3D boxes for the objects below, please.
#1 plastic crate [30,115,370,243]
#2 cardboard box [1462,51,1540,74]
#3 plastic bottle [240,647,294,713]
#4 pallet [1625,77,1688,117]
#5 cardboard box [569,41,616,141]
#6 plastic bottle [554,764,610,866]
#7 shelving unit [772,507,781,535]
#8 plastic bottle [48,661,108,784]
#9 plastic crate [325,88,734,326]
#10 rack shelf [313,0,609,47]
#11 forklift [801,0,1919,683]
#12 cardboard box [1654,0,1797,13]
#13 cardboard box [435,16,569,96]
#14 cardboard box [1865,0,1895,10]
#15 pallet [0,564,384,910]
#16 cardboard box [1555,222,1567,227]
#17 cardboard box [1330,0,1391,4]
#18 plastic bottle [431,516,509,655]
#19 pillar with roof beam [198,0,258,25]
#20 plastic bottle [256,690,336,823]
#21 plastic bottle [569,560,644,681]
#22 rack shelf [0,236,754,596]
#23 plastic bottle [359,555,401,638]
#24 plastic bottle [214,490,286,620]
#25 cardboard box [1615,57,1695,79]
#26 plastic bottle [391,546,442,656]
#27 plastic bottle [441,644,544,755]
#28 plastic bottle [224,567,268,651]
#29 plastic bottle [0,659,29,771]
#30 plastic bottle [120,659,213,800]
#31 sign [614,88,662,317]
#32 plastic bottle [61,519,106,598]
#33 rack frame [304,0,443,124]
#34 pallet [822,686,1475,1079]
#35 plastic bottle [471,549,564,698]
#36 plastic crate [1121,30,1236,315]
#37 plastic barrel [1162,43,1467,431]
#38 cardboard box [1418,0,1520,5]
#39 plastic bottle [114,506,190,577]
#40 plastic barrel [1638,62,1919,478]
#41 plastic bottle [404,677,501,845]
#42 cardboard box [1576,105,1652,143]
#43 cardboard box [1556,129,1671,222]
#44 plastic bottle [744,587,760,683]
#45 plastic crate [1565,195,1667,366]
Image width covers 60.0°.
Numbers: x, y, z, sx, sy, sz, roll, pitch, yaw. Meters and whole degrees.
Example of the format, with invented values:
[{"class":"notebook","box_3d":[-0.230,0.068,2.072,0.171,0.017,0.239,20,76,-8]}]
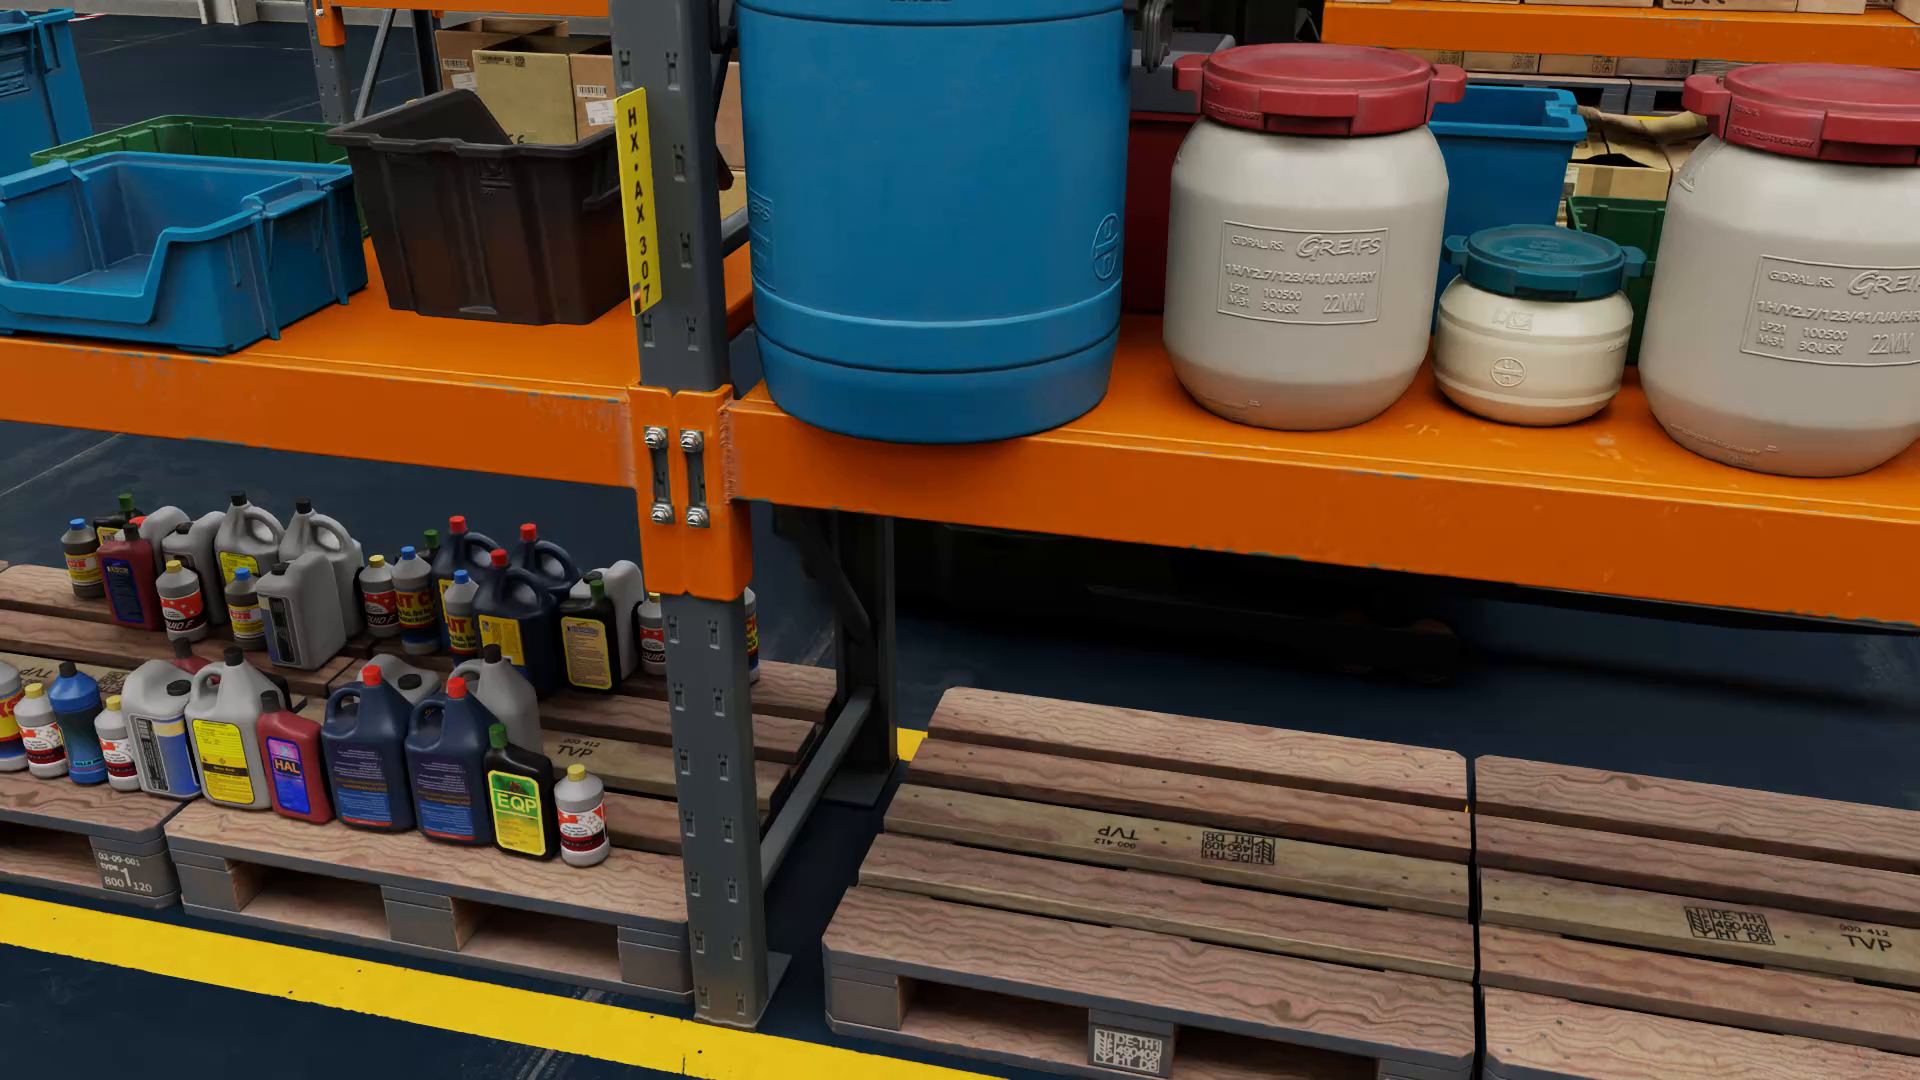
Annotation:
[{"class":"plastic crate","box_3d":[-1.580,-0.776,3.638,0.662,0.188,0.450,6,26,13]},{"class":"cardboard box","box_3d":[3.846,-3.626,11.772,0.500,0.500,0.700,7,26,14]},{"class":"plastic bottle","box_3d":[-1.529,0.369,3.633,0.133,0.283,0.061,6,26,13]},{"class":"pallet","box_3d":[5.249,-3.131,11.580,1.213,0.211,1.003,6,26,13]},{"class":"cardboard box","box_3d":[-1.536,-2.135,8.082,0.500,0.500,0.500,6,26,13]},{"class":"plastic bottle","box_3d":[-0.765,0.547,3.356,0.097,0.201,0.097,0,25,0]},{"class":"shelving unit","box_3d":[-0.462,-0.460,5.170,0.210,0.900,0.258,7,26,14]},{"class":"plastic bottle","box_3d":[-1.906,0.389,3.606,0.097,0.271,0.097,0,25,0]},{"class":"plastic crate","box_3d":[-0.811,-0.690,3.282,0.504,0.338,0.767,6,26,13]},{"class":"rack shelf","box_3d":[-1.035,-2.560,7.975,4.000,0.370,1.077,6,26,13]},{"class":"forklift","box_3d":[1.107,-1.195,4.349,3.031,2.935,1.130,7,26,14]},{"class":"cardboard box","box_3d":[3.146,-2.461,6.813,0.500,0.500,0.500,5,26,10]},{"class":"cardboard box","box_3d":[-2.379,-2.452,8.749,0.500,0.500,0.500,6,26,13]},{"class":"cardboard box","box_3d":[3.958,-2.379,6.861,0.500,0.311,0.500,6,26,12]},{"class":"pallet","box_3d":[-2.161,0.431,4.099,1.213,0.211,1.003,6,26,13]},{"class":"cardboard box","box_3d":[2.720,-1.308,7.219,0.500,0.250,0.500,7,26,14]},{"class":"cardboard box","box_3d":[1.709,-2.377,7.046,0.250,0.149,0.380,6,26,13]},{"class":"plastic bottle","box_3d":[-1.197,0.109,4.102,0.185,0.351,0.144,5,26,11]},{"class":"pillar with roof beam","box_3d":[-7.732,-7.006,9.497,0.400,9.000,9.100,6,26,13]},{"class":"plastic bottle","box_3d":[-1.385,0.449,3.465,0.133,0.283,0.061,8,27,16]},{"class":"plastic bottle","box_3d":[-0.855,0.182,4.035,0.135,0.276,0.152,7,26,15]},{"class":"rack shelf","box_3d":[-2.273,-0.498,3.644,4.000,0.370,1.077,6,26,13]},{"class":"plastic bottle","box_3d":[-1.465,0.136,4.218,0.097,0.201,0.097,0,25,0]},{"class":"plastic bottle","box_3d":[-1.789,0.043,4.239,0.185,0.351,0.144,7,26,15]},{"class":"cardboard box","box_3d":[4.825,-3.534,11.580,0.500,0.500,0.700,6,26,13]},{"class":"plastic bottle","box_3d":[-1.349,0.145,4.119,0.097,0.271,0.097,0,25,0]},{"class":"plastic bottle","box_3d":[-0.995,0.379,3.534,0.185,0.351,0.144,6,26,13]},{"class":"plastic bottle","box_3d":[-1.776,0.166,4.156,0.097,0.201,0.097,0,25,0]},{"class":"plastic bottle","box_3d":[-2.102,0.367,3.651,0.097,0.271,0.097,0,25,0]},{"class":"plastic bottle","box_3d":[-1.686,0.399,3.579,0.135,0.276,0.152,7,26,14]},{"class":"sign","box_3d":[-0.483,-0.506,2.502,0.005,0.325,0.100,6,26,13]},{"class":"plastic bottle","box_3d":[-2.322,0.042,4.417,0.097,0.201,0.097,0,25,0]},{"class":"rack frame","box_3d":[-2.972,-3.099,8.270,0.127,3.000,1.000,6,26,13]},{"class":"pallet","box_3d":[0.435,0.718,3.497,1.213,0.211,1.003,6,26,13]},{"class":"plastic bottle","box_3d":[-1.050,0.189,3.933,0.185,0.351,0.144,6,26,13]},{"class":"plastic crate","box_3d":[0.210,-0.714,3.185,0.583,0.464,0.402,6,26,13]},{"class":"plastic barrel","box_3d":[0.536,-0.477,2.604,0.433,0.535,0.433,0,25,0]},{"class":"cardboard box","box_3d":[2.152,-2.571,7.044,0.500,0.500,0.500,8,27,17]},{"class":"plastic bottle","box_3d":[-2.084,0.046,4.320,0.135,0.276,0.152,7,26,13]},{"class":"plastic barrel","box_3d":[1.247,-0.398,2.439,0.433,0.535,0.433,0,25,0]},{"class":"plastic bottle","box_3d":[-1.031,0.439,3.408,0.185,0.351,0.144,6,26,12]},{"class":"cardboard box","box_3d":[2.839,-1.785,7.568,0.500,0.311,0.500,6,26,12]},{"class":"cardboard box","box_3d":[2.729,-1.560,7.095,0.500,0.311,0.500,7,26,14]},{"class":"plastic bottle","box_3d":[-0.535,0.208,3.987,0.097,0.271,0.097,0,25,0]},{"class":"plastic crate","box_3d":[1.421,-0.444,2.941,0.662,0.188,0.450,6,26,13]}]
